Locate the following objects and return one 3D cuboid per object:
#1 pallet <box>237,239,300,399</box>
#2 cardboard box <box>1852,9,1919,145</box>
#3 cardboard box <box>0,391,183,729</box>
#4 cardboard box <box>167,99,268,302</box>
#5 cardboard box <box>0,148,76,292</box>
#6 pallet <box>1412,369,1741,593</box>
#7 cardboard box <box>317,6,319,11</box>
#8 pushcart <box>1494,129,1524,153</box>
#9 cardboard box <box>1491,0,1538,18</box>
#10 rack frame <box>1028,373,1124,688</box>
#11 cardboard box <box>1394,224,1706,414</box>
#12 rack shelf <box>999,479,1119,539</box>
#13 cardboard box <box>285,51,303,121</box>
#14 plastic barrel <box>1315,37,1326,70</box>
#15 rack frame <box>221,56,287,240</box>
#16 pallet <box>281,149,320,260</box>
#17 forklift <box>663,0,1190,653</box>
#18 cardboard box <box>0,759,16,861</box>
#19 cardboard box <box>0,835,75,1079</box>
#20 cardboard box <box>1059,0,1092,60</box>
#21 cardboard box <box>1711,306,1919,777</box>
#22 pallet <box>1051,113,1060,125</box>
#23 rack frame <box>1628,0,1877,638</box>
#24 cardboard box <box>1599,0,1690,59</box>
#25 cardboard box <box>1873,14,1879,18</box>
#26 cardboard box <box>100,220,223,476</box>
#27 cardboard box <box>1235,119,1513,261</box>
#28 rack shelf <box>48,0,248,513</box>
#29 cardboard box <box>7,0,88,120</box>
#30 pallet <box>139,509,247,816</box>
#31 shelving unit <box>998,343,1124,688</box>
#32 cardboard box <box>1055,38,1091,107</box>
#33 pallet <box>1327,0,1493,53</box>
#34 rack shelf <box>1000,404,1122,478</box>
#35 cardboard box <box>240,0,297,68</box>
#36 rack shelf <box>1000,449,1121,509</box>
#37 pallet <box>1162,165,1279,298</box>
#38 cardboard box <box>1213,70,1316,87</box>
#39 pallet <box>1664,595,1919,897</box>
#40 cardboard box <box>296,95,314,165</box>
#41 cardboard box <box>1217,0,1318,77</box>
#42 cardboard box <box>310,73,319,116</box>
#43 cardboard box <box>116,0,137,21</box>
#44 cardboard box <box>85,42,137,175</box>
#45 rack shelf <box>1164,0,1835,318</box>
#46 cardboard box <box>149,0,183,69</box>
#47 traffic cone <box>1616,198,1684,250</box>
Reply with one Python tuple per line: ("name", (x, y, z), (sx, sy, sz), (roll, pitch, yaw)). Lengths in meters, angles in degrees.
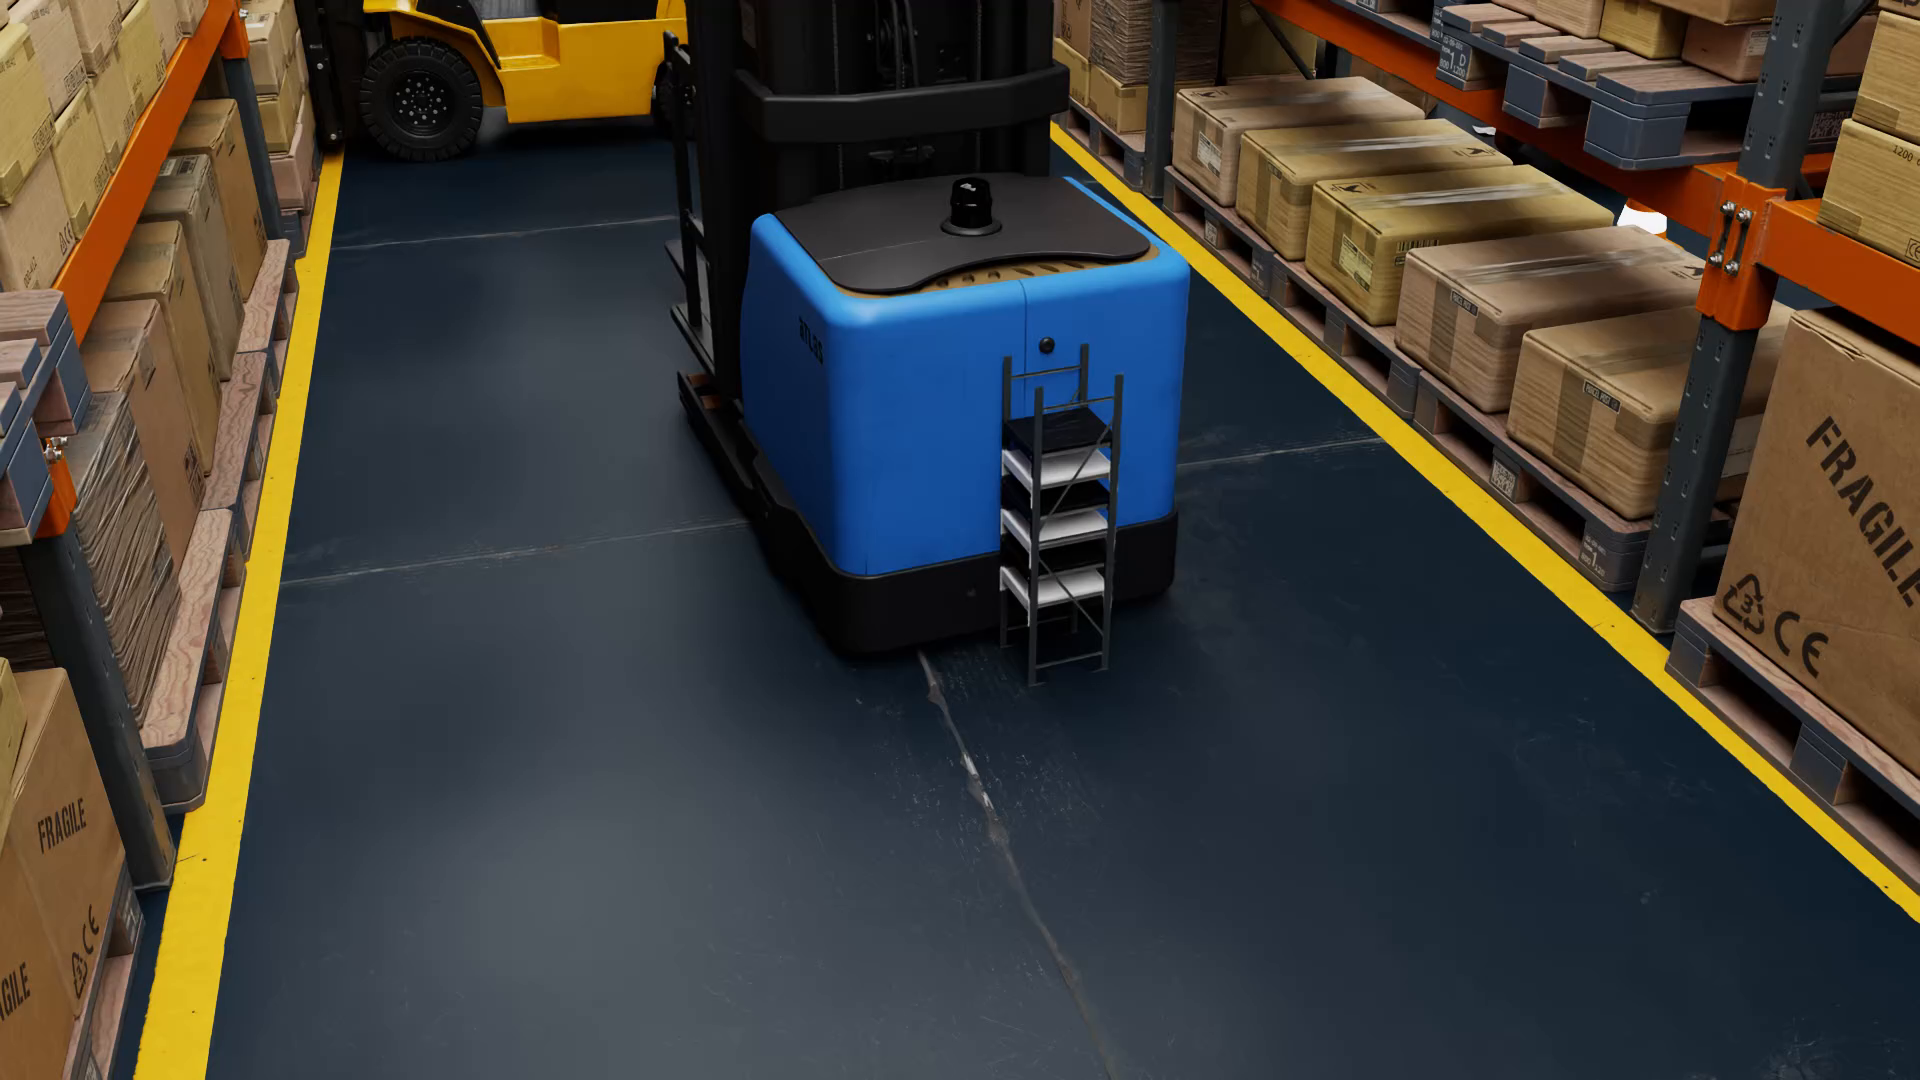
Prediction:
("pallet", (-3.156, -0.828, 6.469), (1.003, 0.211, 1.213), (-8, 31, -13))
("cardboard box", (2.353, -0.989, 3.615), (0.500, 0.250, 0.500), (-8, 31, -14))
("cardboard box", (-2.480, 0.090, 4.052), (0.875, 0.625, 0.625), (-7, 31, -12))
("cardboard box", (-3.240, -1.289, 6.433), (0.875, 0.625, 0.625), (-6, 31, -11))
("cardboard box", (-2.210, -0.635, 3.503), (0.500, 0.250, 0.500), (-8, 31, -13))
("pallet", (2.251, -0.286, 5.533), (1.003, 0.211, 1.213), (-8, 31, -13))
("cardboard box", (-3.740, -2.841, 8.991), (0.500, 0.250, 0.500), (-9, 31, -14))
("pushcart", (3.580, -2.239, 8.742), (1.648, 0.377, 0.936), (-20, 35, -30))
("cardboard box", (1.833, -1.673, 4.978), (0.380, 0.149, 0.250), (-9, 31, -16))
("rack frame", (0.298, -0.007, 4.364), (0.240, 0.900, 0.006), (-11, 32, -18))
("cardboard box", (2.113, -0.789, 5.823), (0.950, 0.372, 0.625), (-8, 31, -14))
("rack shelf", (0.261, -0.103, 4.417), (0.258, 0.077, 0.200), (-11, 32, -18))
("cardboard box", (-3.356, -2.111, 7.729), (0.500, 0.250, 0.500), (-8, 31, -14))
("plastic barrel", (2.342, -3.068, 10.127), (0.512, 0.421, 0.421), (13, 32, 21))
("rack frame", (-3.389, -2.385, 6.376), (1.000, 3.000, 0.127), (-8, 31, -13))
("pallet", (-3.560, -1.568, 7.748), (1.003, 0.211, 1.213), (-8, 31, -13))
("forklift", (-0.372, -1.683, 5.231), (1.130, 2.935, 3.031), (-11, 32, -18))
("cardboard box", (-1.850, 0.499, 2.823), (0.380, 0.149, 0.250), (-9, 31, -16))
("cardboard box", (-1.885, 0.866, 2.836), (0.500, 0.500, 0.500), (-8, 31, -14))
("cardboard box", (0.843, -2.859, 8.772), (0.500, 0.500, 0.500), (-7, 31, -12))
("cardboard box", (2.560, -0.033, 4.014), (0.875, 0.875, 0.875), (-8, 31, -14))
("pallet", (0.856, -2.750, 9.790), (1.003, 0.211, 1.213), (-8, 31, -13))
("rack frame", (2.457, -1.115, 4.182), (1.000, 3.000, 0.127), (-8, 31, -13))
("cardboard box", (2.002, -1.435, 4.566), (0.380, 0.149, 0.250), (-7, 31, -13))
("cardboard box", (2.550, -1.370, 4.454), (0.380, 0.149, 0.250), (-10, 31, -16))
("cardboard box", (-2.840, -0.550, 5.157), (0.875, 0.625, 0.625), (-9, 31, -15))
("cardboard box", (1.731, -1.492, 7.037), (0.950, 0.372, 0.625), (-6, 31, -10))
("rack shelf", (-2.858, -1.108, 4.888), (1.077, 0.370, 4.000), (-8, 31, -13))
("cardboard box", (-2.342, -1.093, 3.795), (0.500, 0.250, 0.500), (-7, 31, -12))
("pallet", (-2.508, 0.351, 4.433), (1.003, 0.211, 1.213), (-8, 31, -13))
("shelving unit", (0.261, -0.054, 4.446), (0.258, 0.900, 0.210), (-11, 32, -18))
("cardboard box", (0.828, -2.544, 8.977), (0.500, 0.250, 0.500), (-9, 31, -15))
("pallet", (1.892, -1.983, 5.872), (1.003, 0.211, 1.213), (-8, 31, -13))
("rack shelf", (0.261, -0.259, 4.327), (0.258, 0.077, 0.200), (-11, 32, -18))
("cardboard box", (-3.341, -2.333, 7.614), (0.500, 0.250, 0.500), (-8, 31, -13))
("rack shelf", (0.261, -0.181, 4.372), (0.258, 0.077, 0.200), (-11, 32, -18))
("pallet", (1.603, -1.464, 7.569), (1.003, 0.211, 1.213), (-8, 31, -13))
("cardboard box", (1.499, -2.359, 8.658), (0.500, 0.250, 0.500), (-9, 31, -16))
("pallet", (2.594, 0.483, 4.205), (1.003, 0.211, 1.213), (-8, 31, -13))
("cardboard box", (-3.348, -1.898, 7.860), (0.500, 0.250, 0.500), (-9, 31, -14))
("cardboard box", (1.499, -2.684, 8.470), (0.500, 0.500, 0.500), (-6, 31, -11))
("cardboard box", (-3.615, -2.392, 8.713), (0.500, 0.250, 0.500), (-7, 31, -12))
("cardboard box", (-2.623, -1.592, 4.657), (0.500, 0.250, 0.500), (-7, 31, -13))
("cardboard box", (-2.482, -1.127, 4.352), (0.500, 0.250, 0.500), (-9, 31, -15))
("rack shelf", (1.926, -1.770, 6.031), (1.077, 0.370, 4.000), (-8, 31, -13))
("cardboard box", (-2.762, -1.626, 5.214), (0.500, 0.250, 0.500), (-8, 31, -13))
("traffic cone", (3.074, -1.536, 7.442), (0.336, 0.463, 0.334), (-8, 31, -13))
